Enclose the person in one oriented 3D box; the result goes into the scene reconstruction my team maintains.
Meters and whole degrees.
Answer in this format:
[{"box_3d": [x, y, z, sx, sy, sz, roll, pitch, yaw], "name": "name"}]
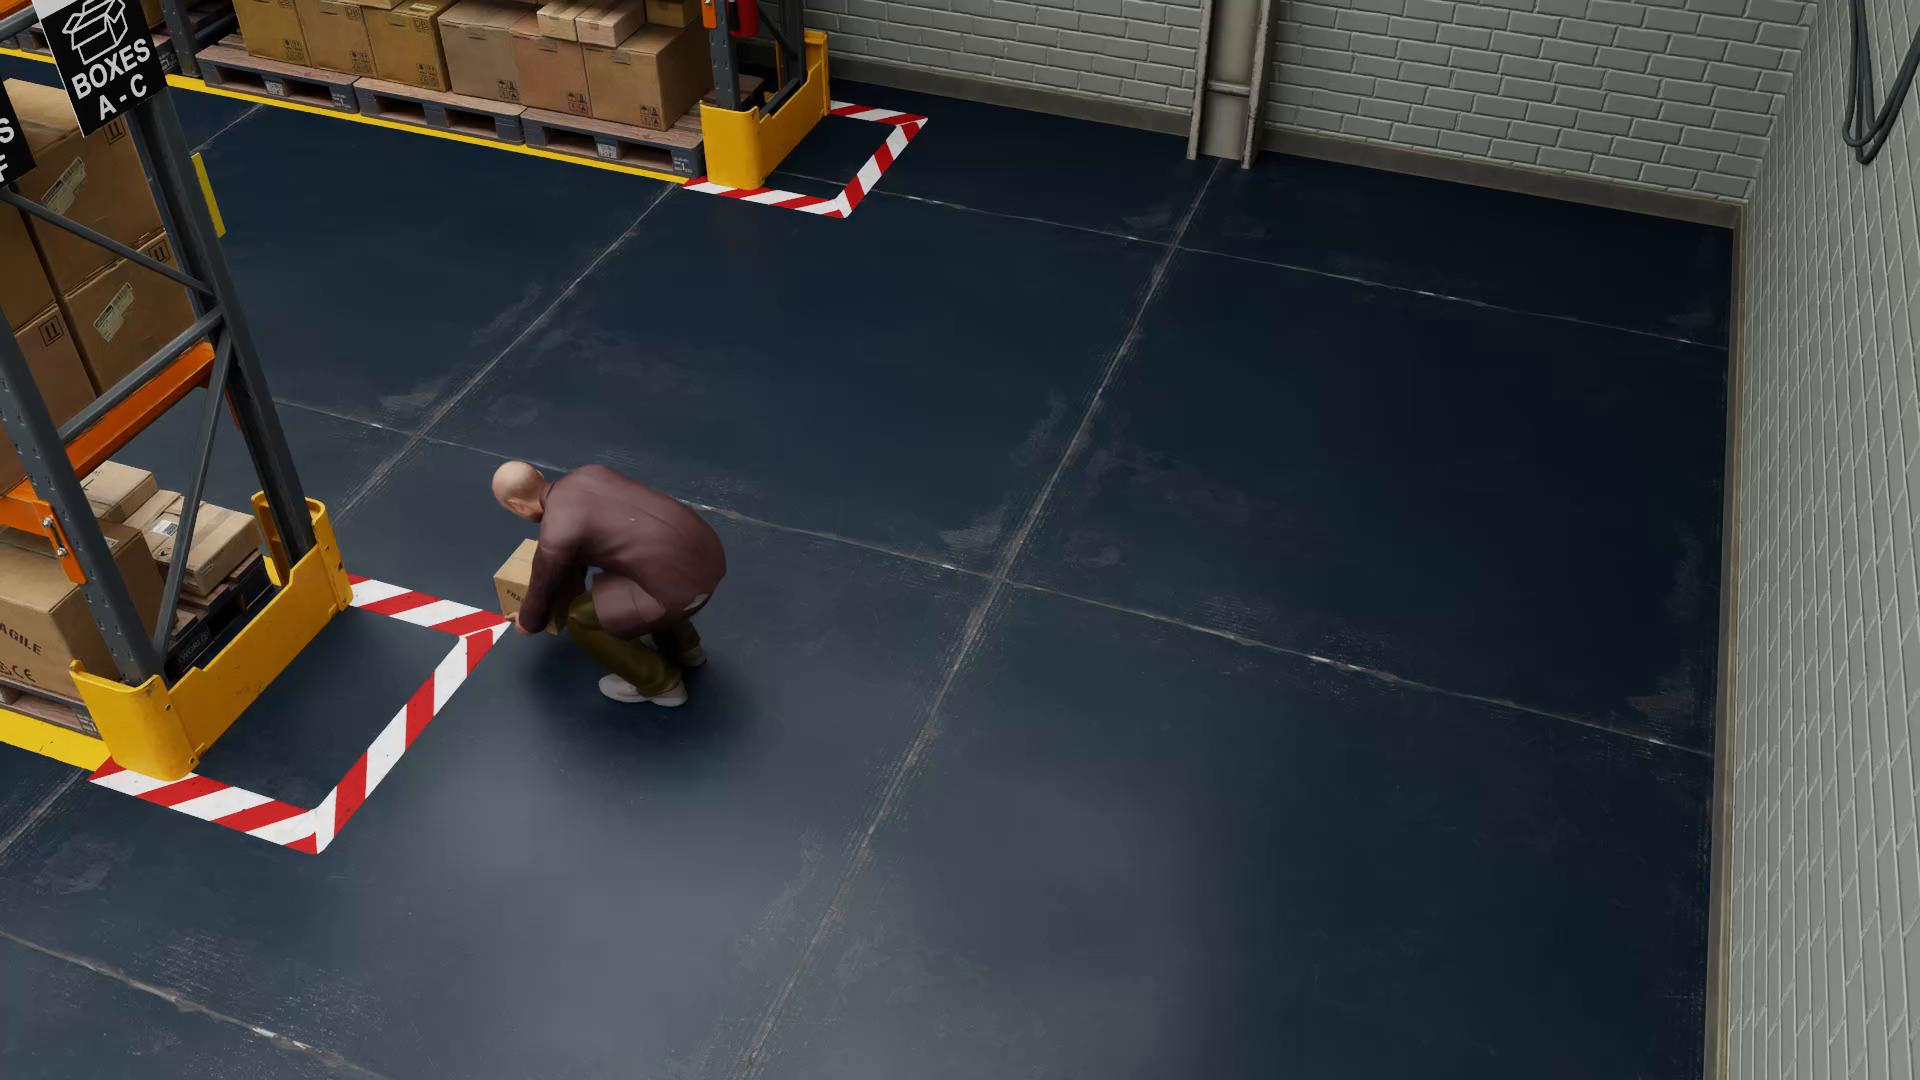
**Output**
[{"box_3d": [-1.375, 0.142, 6.599, 0.945, 1.001, 0.583, 12, 42, 14], "name": "person"}]
